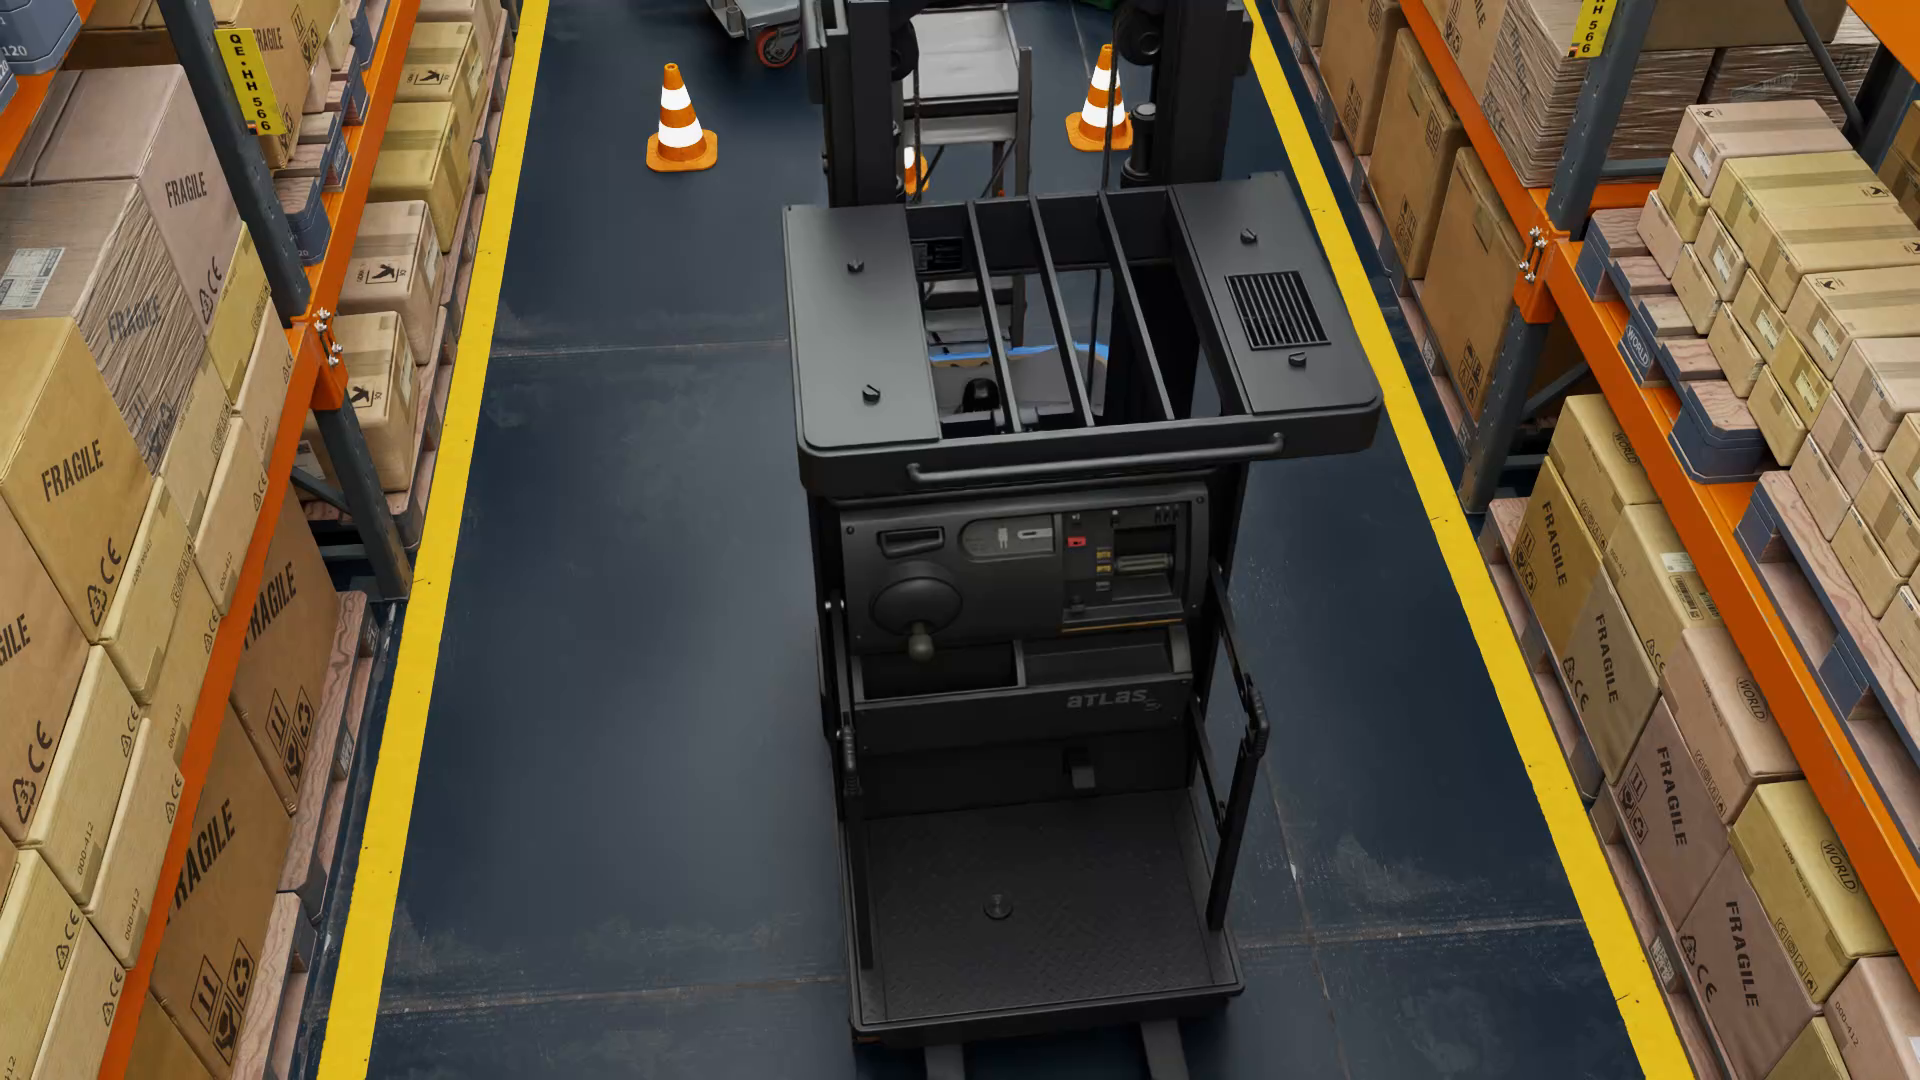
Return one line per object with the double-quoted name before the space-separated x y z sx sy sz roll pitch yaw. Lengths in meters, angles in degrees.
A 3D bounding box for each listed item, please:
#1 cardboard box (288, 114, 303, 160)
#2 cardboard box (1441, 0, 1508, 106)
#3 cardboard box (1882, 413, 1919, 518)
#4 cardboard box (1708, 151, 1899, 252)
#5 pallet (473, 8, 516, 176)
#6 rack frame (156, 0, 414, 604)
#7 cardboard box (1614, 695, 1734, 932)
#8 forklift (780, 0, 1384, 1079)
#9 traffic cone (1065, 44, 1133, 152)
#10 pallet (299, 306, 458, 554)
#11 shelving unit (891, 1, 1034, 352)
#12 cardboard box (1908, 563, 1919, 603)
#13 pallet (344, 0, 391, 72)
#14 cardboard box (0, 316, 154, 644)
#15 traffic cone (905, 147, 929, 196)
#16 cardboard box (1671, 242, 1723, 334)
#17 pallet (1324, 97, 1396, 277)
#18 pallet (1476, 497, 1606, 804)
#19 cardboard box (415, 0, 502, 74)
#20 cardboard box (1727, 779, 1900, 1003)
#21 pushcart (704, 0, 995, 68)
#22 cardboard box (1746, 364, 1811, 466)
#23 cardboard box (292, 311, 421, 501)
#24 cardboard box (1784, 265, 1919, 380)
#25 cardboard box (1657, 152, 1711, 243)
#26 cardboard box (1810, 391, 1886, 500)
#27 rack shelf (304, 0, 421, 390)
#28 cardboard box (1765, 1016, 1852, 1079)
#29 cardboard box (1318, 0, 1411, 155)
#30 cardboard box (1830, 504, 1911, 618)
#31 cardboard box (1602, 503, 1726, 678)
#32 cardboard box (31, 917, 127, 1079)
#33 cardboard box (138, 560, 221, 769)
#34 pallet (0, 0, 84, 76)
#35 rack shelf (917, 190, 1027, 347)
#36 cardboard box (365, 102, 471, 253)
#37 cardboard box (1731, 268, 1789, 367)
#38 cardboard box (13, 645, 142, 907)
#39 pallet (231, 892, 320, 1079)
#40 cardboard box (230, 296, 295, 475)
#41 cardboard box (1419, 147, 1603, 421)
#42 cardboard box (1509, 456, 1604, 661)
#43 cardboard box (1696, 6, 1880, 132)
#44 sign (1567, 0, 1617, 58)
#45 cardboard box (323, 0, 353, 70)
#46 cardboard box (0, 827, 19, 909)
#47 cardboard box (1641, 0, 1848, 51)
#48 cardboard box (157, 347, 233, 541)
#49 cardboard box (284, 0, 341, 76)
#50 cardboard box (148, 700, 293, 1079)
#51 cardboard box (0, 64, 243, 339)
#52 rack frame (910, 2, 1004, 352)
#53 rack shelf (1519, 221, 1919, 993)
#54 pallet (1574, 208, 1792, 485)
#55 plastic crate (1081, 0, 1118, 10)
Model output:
"cardboard box" -2.336 -1.334 5.331 0.380 0.149 0.250 -6 47 -6
"cardboard box" 2.075 -1.902 5.917 0.500 0.500 0.500 -3 47 -3
"cardboard box" 2.378 -0.163 3.812 0.380 0.149 0.250 -2 47 -2
"cardboard box" 2.291 -0.919 4.529 0.380 0.149 0.250 -5 47 -4
"pallet" -2.772 -2.195 8.184 1.003 0.211 1.213 -3 47 -3
"rack frame" -2.504 -0.823 4.964 1.000 3.000 0.127 -3 47 -3
"cardboard box" 2.319 0.780 4.878 0.500 0.500 0.500 -5 47 -4
"forklift" 0.197 0.180 4.061 1.130 2.935 3.031 -5 47 -5
"traffic cone" 0.693 -2.157 7.974 0.336 0.463 0.334 -3 47 -3
"pallet" -2.568 -0.430 6.512 1.003 0.211 1.213 -3 47 -3
"shelving unit" -0.027 -0.817 5.577 0.431 2.100 0.503 -5 47 -5
"cardboard box" 2.397 0.131 3.739 0.380 0.149 0.250 -2 47 -2
"pallet" -2.710 -2.187 6.387 1.003 0.211 1.213 -3 47 -3
"cardboard box" -2.114 -0.113 3.533 0.500 0.500 0.500 -3 47 -3
"traffic cone" -0.319 -1.884 7.715 0.336 0.463 0.334 -3 47 -3
"cardboard box" 2.279 -0.725 4.755 0.380 0.149 0.250 -1 47 -1
"pallet" 2.331 -1.694 7.709 1.003 0.211 1.213 -3 47 -3
"pallet" 2.484 0.327 5.795 1.003 0.211 1.213 -3 47 -3
"cardboard box" -2.792 -2.579 8.147 0.950 0.372 0.625 -3 47 -3
"cardboard box" 2.353 0.876 4.270 0.500 0.250 0.500 -5 47 -5
"pushcart" -0.571 -2.990 8.822 1.648 0.377 0.936 -19 49 -17
"cardboard box" 2.326 -0.335 4.385 0.380 0.149 0.250 -2 47 -1
"cardboard box" -2.541 -0.473 6.153 0.950 0.372 0.625 -6 47 -6
"cardboard box" 2.329 -0.550 4.179 0.380 0.149 0.250 -5 47 -5
"cardboard box" 2.261 -0.996 4.806 0.380 0.149 0.250 -2 47 -2
"cardboard box" 2.353 -0.244 4.094 0.380 0.149 0.250 -3 47 -3
"rack shelf" -2.671 -2.023 6.595 1.077 0.370 4.000 -3 47 -3
"cardboard box" 2.400 1.521 4.176 0.500 0.500 0.500 -4 47 -4
"cardboard box" 2.304 -2.320 7.642 1.050 0.750 0.750 -3 47 -3
"cardboard box" 2.370 0.040 4.030 0.380 0.149 0.250 -3 47 -3
"cardboard box" 2.279 0.141 4.967 0.500 0.250 0.500 -4 47 -4
"cardboard box" -2.015 1.042 3.300 0.500 0.250 0.500 -4 47 -4
"cardboard box" -2.118 0.312 3.991 0.500 0.250 0.500 -4 47 -4
"pallet" -2.397 -1.327 3.505 1.213 0.211 1.003 -2 47 -1
"rack shelf" -0.027 -0.807 5.587 0.431 0.518 0.480 -5 47 -5
"cardboard box" -2.669 -1.556 7.178 0.950 0.372 0.625 -2 47 -2
"cardboard box" 2.311 -0.607 4.437 0.380 0.149 0.250 -5 47 -5
"cardboard box" -2.056 0.507 3.463 0.500 0.250 0.500 -5 47 -4
"pallet" -2.414 1.591 4.597 1.003 0.211 1.213 -3 47 -3
"cardboard box" -2.203 -0.421 4.687 0.500 0.250 0.500 -5 47 -5
"cardboard box" 2.459 -1.014 6.405 1.050 0.750 0.750 -4 47 -4
"cardboard box" 2.226 0.045 5.574 0.500 0.500 0.500 -5 47 -5
"cardboard box" 2.652 -1.573 5.605 0.500 0.500 0.500 -3 47 -3
"sign" 1.868 -1.559 4.863 0.100 0.325 0.005 -3 47 -3
"cardboard box" -2.315 -1.735 5.711 0.380 0.149 0.250 -3 47 -3
"cardboard box" -2.029 0.627 2.832 0.500 0.500 0.500 -5 47 -4
"cardboard box" 2.393 -1.901 5.227 0.700 0.500 0.500 -4 47 -4
"cardboard box" -2.163 -0.238 4.168 0.500 0.250 0.500 -5 47 -4
"cardboard box" -2.361 -1.820 5.345 0.500 0.500 0.500 -1 47 -1
"cardboard box" -2.458 0.913 4.493 0.875 0.875 0.875 -3 47 -3
"cardboard box" -2.200 -0.843 4.225 0.500 0.500 0.500 -5 47 -4
"rack frame" -0.056 -0.993 5.744 0.400 2.100 0.015 -5 47 -5
"rack shelf" 2.588 0.497 4.209 1.077 0.370 4.000 -3 47 -3
"pallet" 2.586 -0.622 4.905 1.213 0.211 1.003 -3 47 -3
"plastic crate" 0.766 -3.190 9.102 0.450 0.188 0.662 25 51 9
